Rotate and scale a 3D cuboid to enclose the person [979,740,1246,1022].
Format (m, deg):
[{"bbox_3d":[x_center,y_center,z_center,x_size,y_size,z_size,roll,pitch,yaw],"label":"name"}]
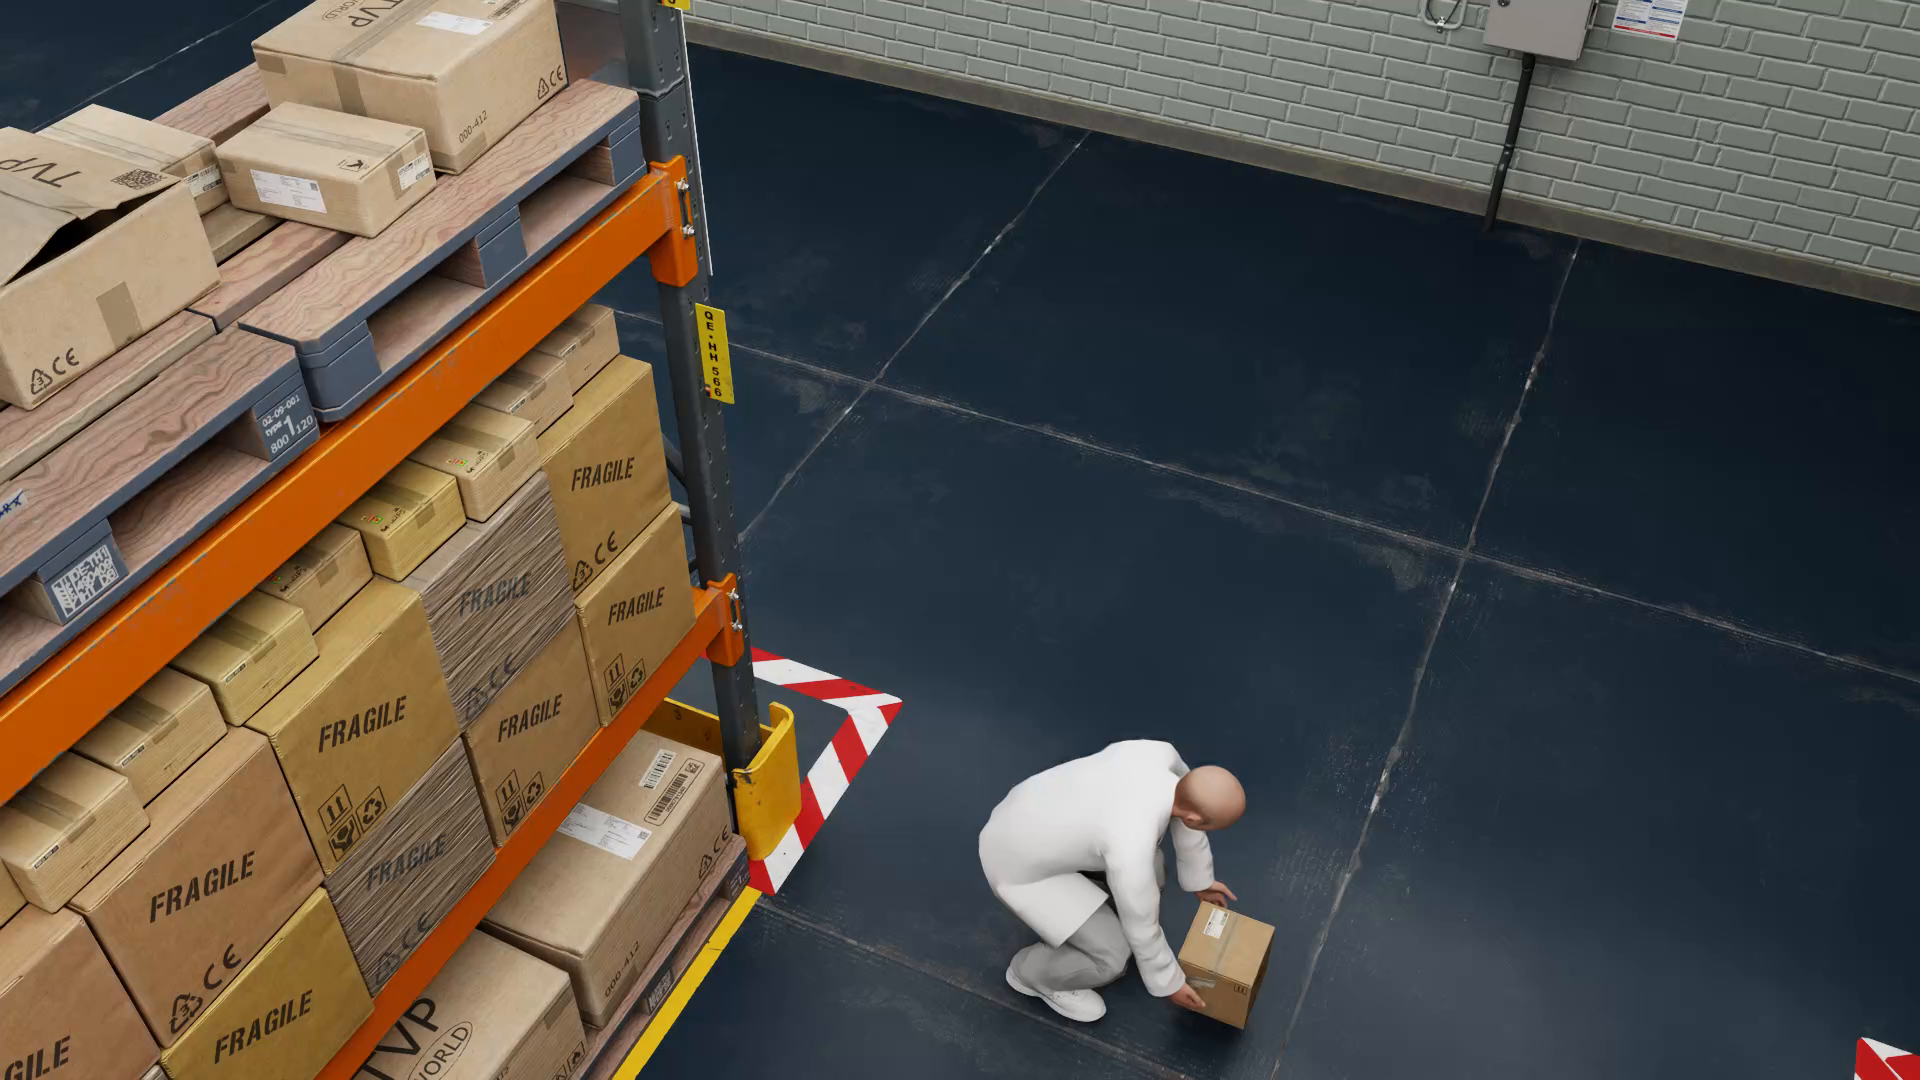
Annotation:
[{"bbox_3d":[0.484,1.078,5.441,0.850,1.129,0.620,17,44,18],"label":"person"}]
